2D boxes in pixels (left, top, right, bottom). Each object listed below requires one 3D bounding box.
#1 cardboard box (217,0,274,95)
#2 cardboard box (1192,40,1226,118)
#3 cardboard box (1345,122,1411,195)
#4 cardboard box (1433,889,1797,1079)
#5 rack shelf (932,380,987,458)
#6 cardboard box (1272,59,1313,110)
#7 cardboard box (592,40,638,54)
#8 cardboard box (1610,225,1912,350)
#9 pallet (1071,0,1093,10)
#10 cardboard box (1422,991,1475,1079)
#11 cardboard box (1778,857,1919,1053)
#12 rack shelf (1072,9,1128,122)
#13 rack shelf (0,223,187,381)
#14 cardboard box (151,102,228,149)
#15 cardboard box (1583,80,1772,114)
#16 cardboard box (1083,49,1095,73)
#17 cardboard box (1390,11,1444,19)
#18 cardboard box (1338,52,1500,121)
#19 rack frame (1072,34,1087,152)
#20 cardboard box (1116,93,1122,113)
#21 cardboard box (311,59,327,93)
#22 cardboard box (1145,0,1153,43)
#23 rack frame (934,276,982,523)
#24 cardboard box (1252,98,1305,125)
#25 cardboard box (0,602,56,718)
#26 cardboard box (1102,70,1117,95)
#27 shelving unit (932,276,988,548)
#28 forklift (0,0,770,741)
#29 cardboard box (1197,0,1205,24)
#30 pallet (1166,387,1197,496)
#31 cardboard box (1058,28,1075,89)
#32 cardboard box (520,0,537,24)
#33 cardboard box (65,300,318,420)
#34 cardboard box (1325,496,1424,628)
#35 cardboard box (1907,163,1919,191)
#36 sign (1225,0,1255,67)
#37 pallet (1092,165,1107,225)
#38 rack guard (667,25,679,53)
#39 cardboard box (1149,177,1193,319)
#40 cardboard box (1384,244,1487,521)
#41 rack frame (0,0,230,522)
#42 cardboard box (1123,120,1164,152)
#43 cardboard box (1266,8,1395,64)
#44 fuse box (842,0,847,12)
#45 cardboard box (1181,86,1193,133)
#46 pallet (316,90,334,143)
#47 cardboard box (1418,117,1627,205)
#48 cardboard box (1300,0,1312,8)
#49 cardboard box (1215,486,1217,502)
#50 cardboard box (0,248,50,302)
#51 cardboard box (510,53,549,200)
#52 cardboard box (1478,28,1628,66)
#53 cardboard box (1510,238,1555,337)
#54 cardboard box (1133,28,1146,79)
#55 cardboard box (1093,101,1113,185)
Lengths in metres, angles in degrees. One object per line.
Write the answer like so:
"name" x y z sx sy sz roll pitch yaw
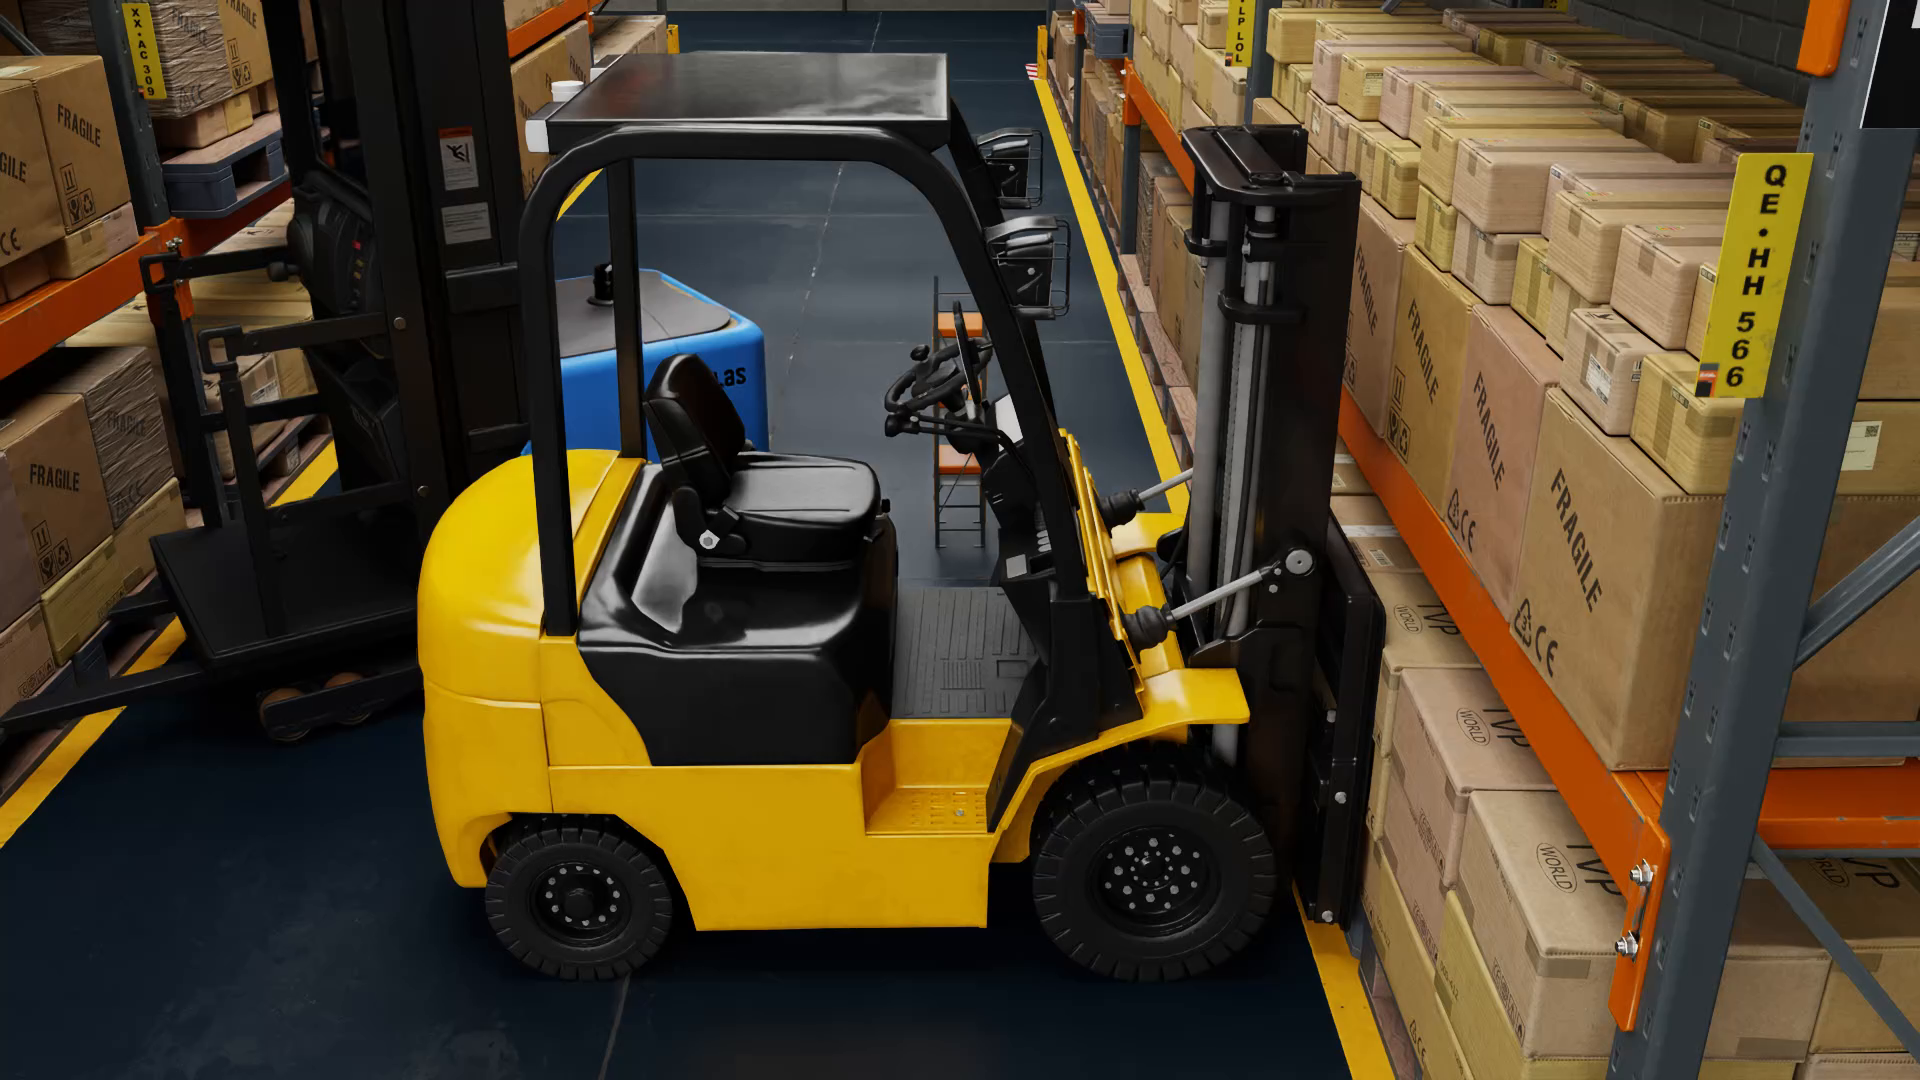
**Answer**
"cardboard box" -3.152 -2.099 6.759 0.500 0.500 0.500 0 24 0
"cardboard box" 1.262 -1.922 6.936 0.500 0.250 0.500 -1 24 -2
"cardboard box" 1.261 -1.031 4.481 0.380 0.149 0.250 -1 24 -2
"cardboard box" 1.261 0.933 3.267 0.500 0.250 0.500 -1 24 -1
"rack shelf" -0.001 -0.491 6.587 0.215 0.259 0.240 0 24 -1
"cardboard box" 1.276 -1.558 5.647 0.380 0.149 0.250 -1 24 -1
"cardboard box" -3.425 -4.274 15.160 0.875 0.438 0.875 -1 24 -2
"cardboard box" 1.331 -0.426 2.783 0.380 0.149 0.250 0 24 0
"pallet" 1.348 -4.229 12.693 1.003 0.211 1.213 0 24 -1
"cardboard box" 1.258 1.168 3.355 0.500 0.250 0.500 0 24 0
"cardboard box" 1.763 0.706 3.164 0.500 0.250 0.500 -1 24 -1
"rack shelf" 1.470 -3.494 11.709 1.077 0.370 4.000 0 24 -1
"rack shelf" -3.406 -0.174 4.368 1.077 0.370 4.000 0 24 -1
"cardboard box" -3.118 -1.632 6.514 0.380 0.149 0.250 0 24 0
"cardboard box" 1.794 -1.064 4.193 0.380 0.149 0.250 0 24 1
"cardboard box" 1.186 -3.845 13.348 0.380 0.149 0.250 1 24 2
"cardboard box" 1.794 -2.050 6.735 0.380 0.149 0.250 0 24 -1
"cardboard box" 1.277 -1.268 4.644 0.380 0.149 0.250 -1 24 -1
"rack frame" 1.448 -4.646 13.383 1.000 3.000 0.127 0 24 -1
"cardboard box" 1.280 -2.981 11.438 0.380 0.149 0.250 -1 24 -1
"cardboard box" -3.104 -2.169 7.701 0.380 0.149 0.250 1 24 1
"cardboard box" 1.257 -2.767 8.804 0.500 0.250 0.500 0 24 1
"rack frame" -0.002 -0.551 6.694 0.200 1.050 0.008 0 24 -1
"cardboard box" 1.279 -1.211 5.667 0.500 0.500 0.500 -1 24 -2
"cardboard box" -3.136 0.407 5.037 0.500 0.250 0.500 0 24 0
"cardboard box" 1.263 -3.410 12.386 0.380 0.149 0.250 0 24 -1
"shelving unit" -0.001 -0.500 6.582 0.215 1.050 0.252 0 24 -1
"forklift" -2.188 -0.939 5.270 3.031 2.935 1.130 -15 28 -30
"cardboard box" 1.266 -2.357 7.413 0.380 0.149 0.250 0 24 0
"pallet" 1.488 -0.383 7.340 1.003 0.211 1.213 0 24 -1
"cardboard box" 1.193 -4.524 15.636 0.500 0.500 0.500 0 24 0
"cardboard box" -3.257 -3.740 11.561 0.500 0.250 0.500 0 24 -1
"cardboard box" -3.447 -0.832 7.629 0.950 0.372 0.625 1 24 3
"cardboard box" 1.237 0.089 4.527 0.500 0.250 0.500 -1 24 -2
"cardboard box" 1.815 -0.636 3.247 0.380 0.149 0.250 0 24 0
"sign" 0.993 -1.835 5.858 0.100 0.325 0.005 0 24 -1
"pallet" 1.511 -2.537 12.103 1.003 0.211 1.213 0 24 -1
"rack guard" -3.559 -5.142 17.512 1.175 0.500 0.348 0 24 -1
"cardboard box" 1.500 -1.581 8.978 0.875 0.625 0.625 1 24 1
"cardboard box" 1.309 -0.374 3.815 0.500 0.500 0.500 -1 24 -2
"rack frame" -3.428 -1.326 6.042 1.000 3.000 0.127 0 24 -1
"cardboard box" 1.233 -2.548 10.481 0.380 0.149 0.250 -1 24 -3
"cardboard box" 1.242 -1.694 5.585 0.380 0.149 0.250 0 24 1
"fuse box" -1.542 -7.956 22.265 0.539 1.711 0.414 0 24 -1
"cardboard box" 1.283 -1.900 7.492 0.500 0.250 0.500 0 24 0
"pallet" -3.409 -2.071 7.922 1.003 0.211 1.213 0 24 -1
"cardboard box" 1.250 -0.850 3.720 0.380 0.149 0.250 0 24 0
"cardboard box" 1.776 -2.465 7.652 0.380 0.149 0.250 0 24 0
"cardboard box" 1.210 -0.087 6.130 0.500 0.250 0.500 0 24 0
"cardboard box" -3.185 -0.870 5.338 0.380 0.149 0.250 0 24 0
"cardboard box" -3.401 -2.850 11.480 0.875 0.875 0.875 0 24 0
"cardboard box" 1.819 -1.484 5.121 0.380 0.149 0.250 0 24 -1
"cardboard box" 1.330 -0.499 3.304 0.380 0.149 0.250 0 24 -1
"cardboard box" 1.252 -2.746 9.363 0.500 0.250 0.500 0 24 0
"cardboard box" 1.245 -2.860 11.956 0.500 0.500 0.500 -1 24 -2
